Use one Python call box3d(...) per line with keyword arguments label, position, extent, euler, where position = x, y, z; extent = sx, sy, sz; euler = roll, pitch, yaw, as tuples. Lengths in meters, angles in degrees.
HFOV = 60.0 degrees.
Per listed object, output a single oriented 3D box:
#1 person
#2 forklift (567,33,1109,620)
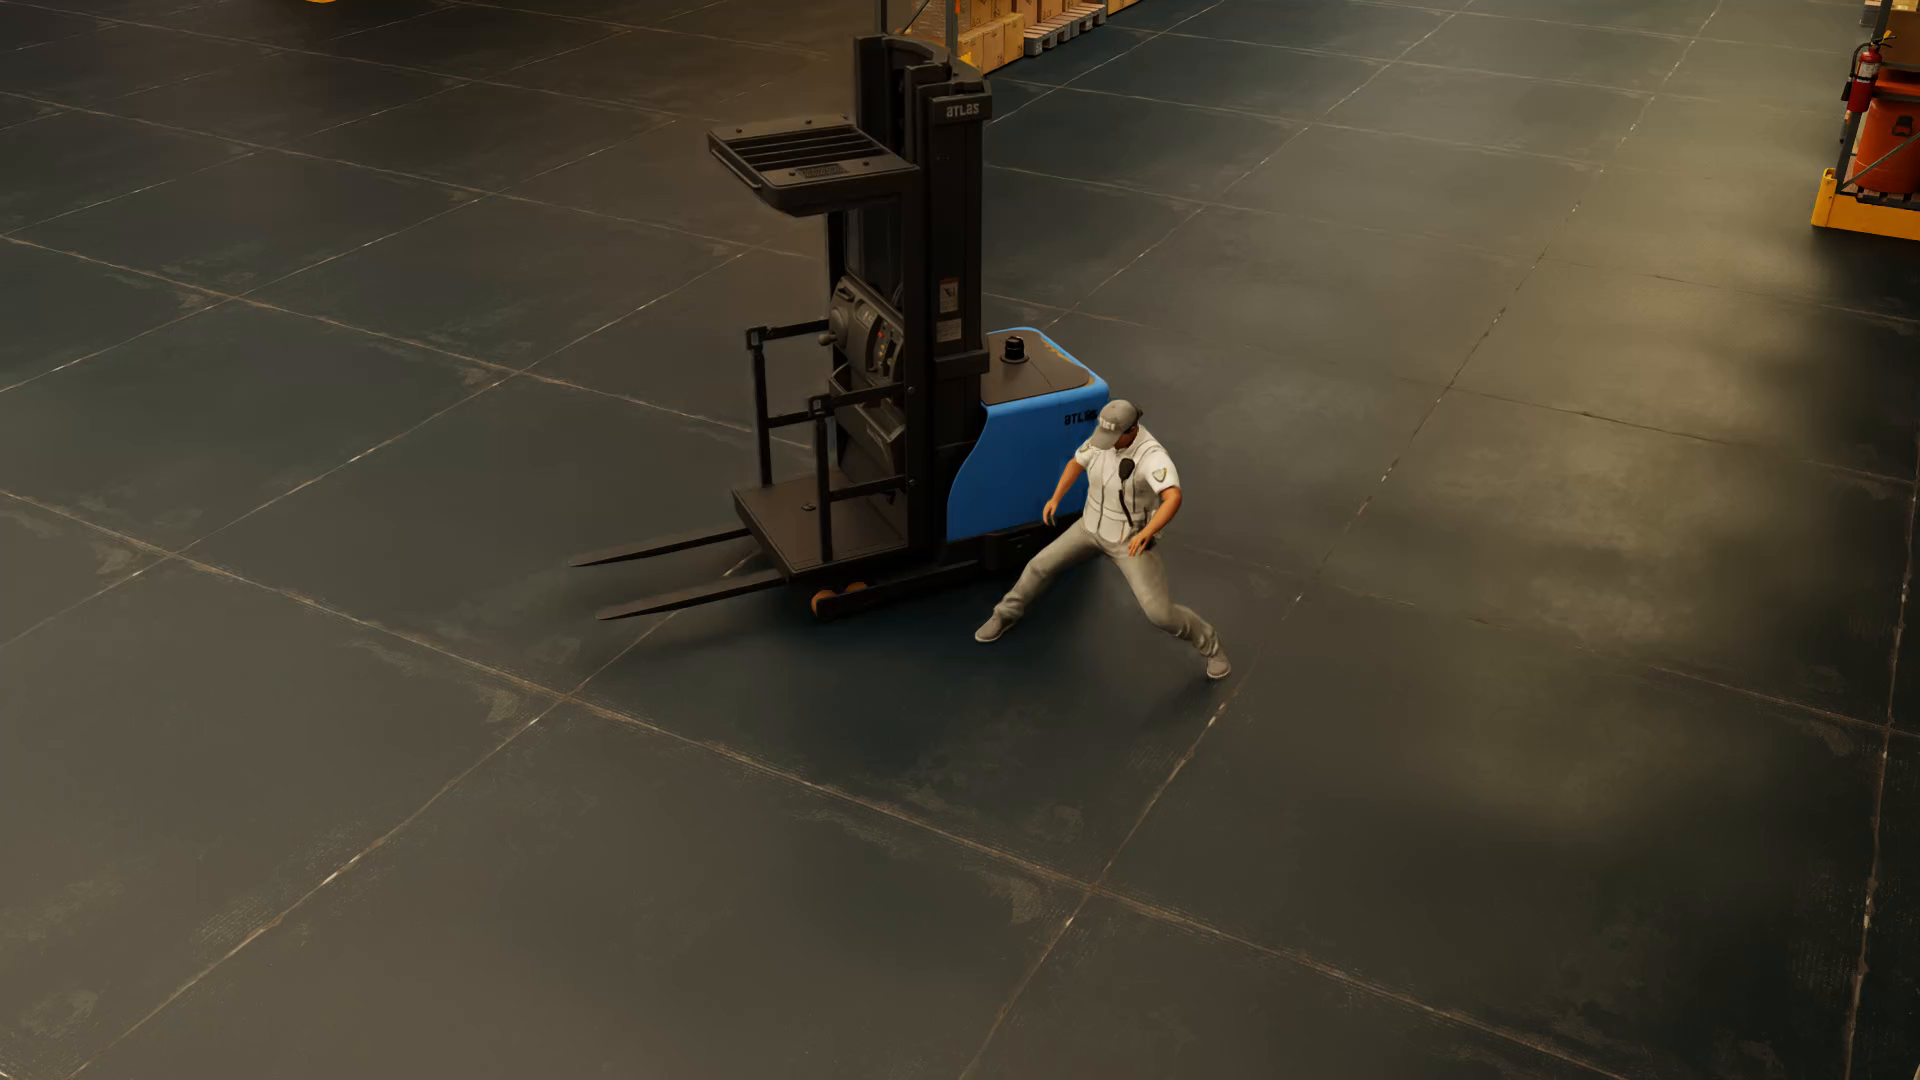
box3d(label="person", position=(0.780, -0.022, 8.574), extent=(0.908, 1.467, 1.207), euler=(-24, 38, -35))
box3d(label="forklift", position=(-0.698, -1.126, 9.021), extent=(3.031, 2.935, 1.130), euler=(-13, 33, -22))
